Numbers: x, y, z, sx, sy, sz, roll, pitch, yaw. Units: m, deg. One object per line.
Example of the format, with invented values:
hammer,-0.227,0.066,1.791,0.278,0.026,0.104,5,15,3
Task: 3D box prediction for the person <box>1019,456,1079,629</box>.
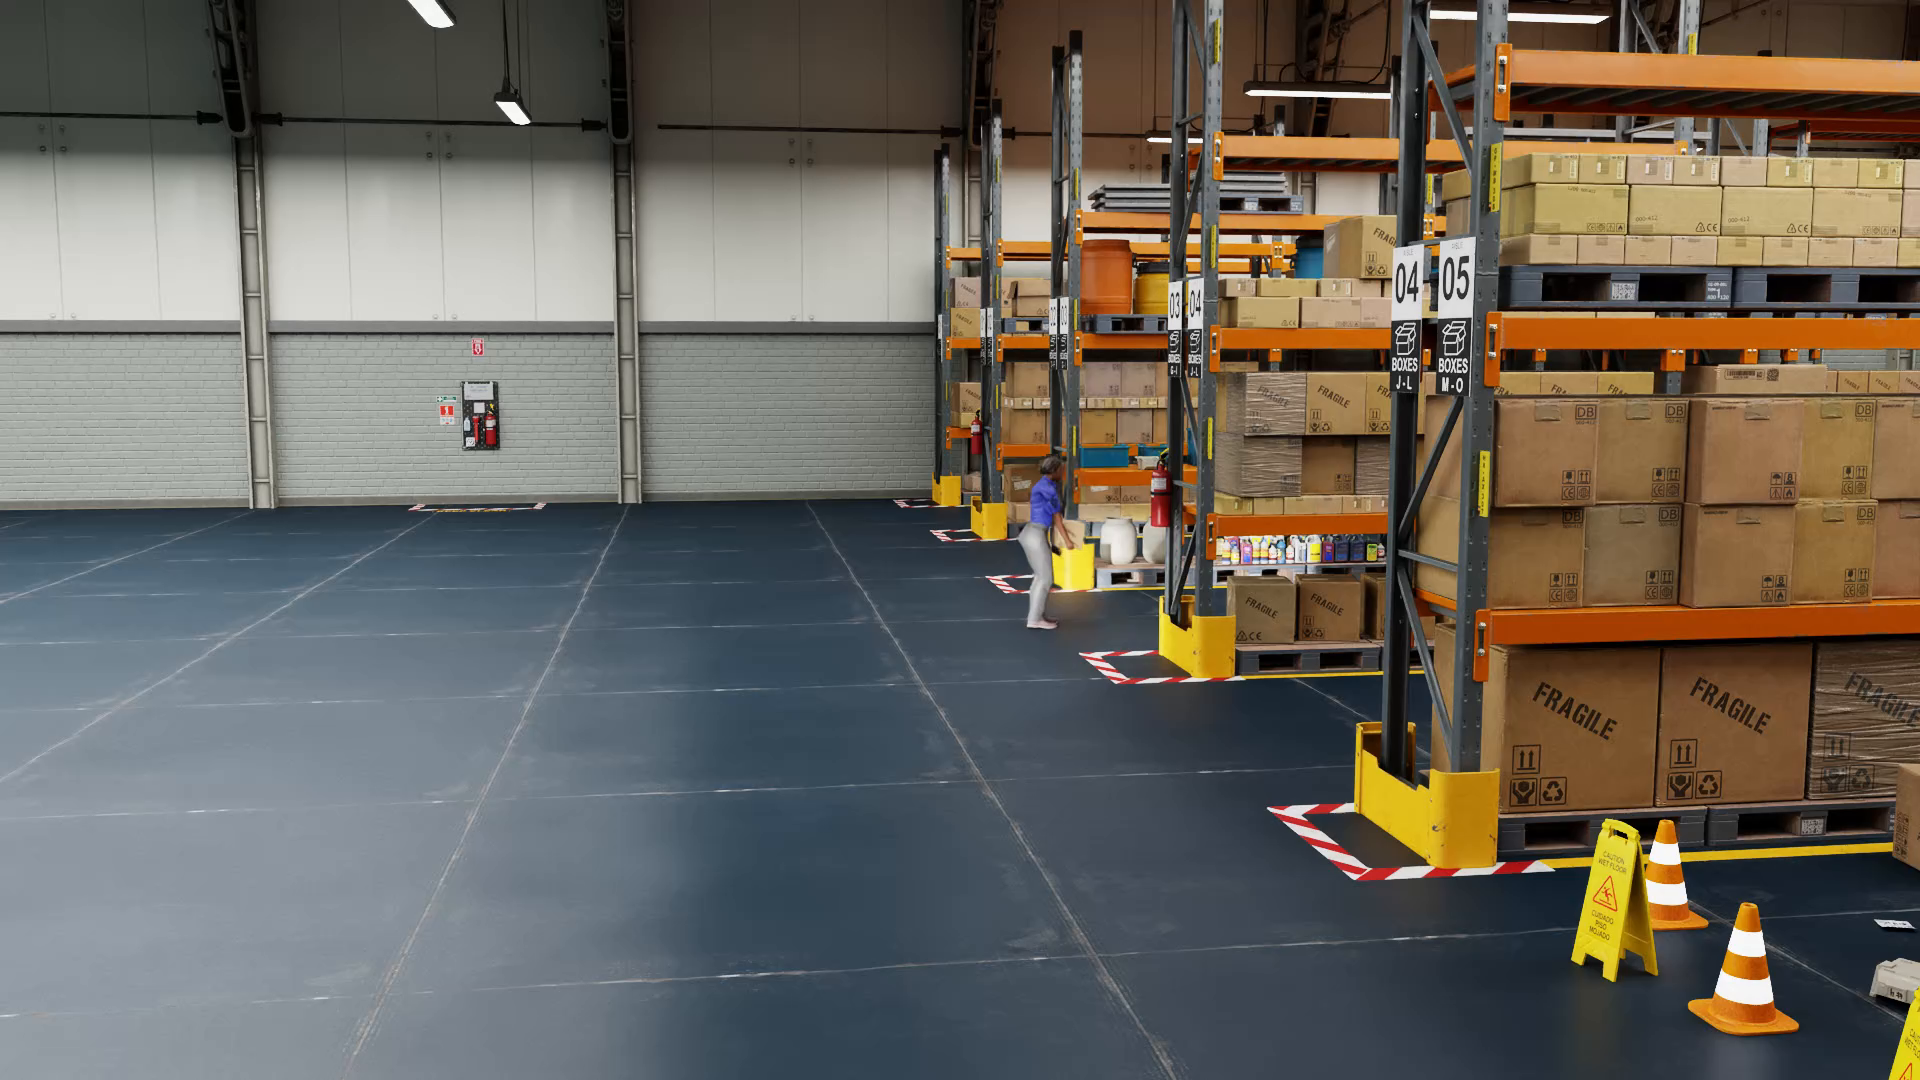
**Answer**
person,0.837,0.016,15.860,0.538,1.636,0.411,-1,7,-10
